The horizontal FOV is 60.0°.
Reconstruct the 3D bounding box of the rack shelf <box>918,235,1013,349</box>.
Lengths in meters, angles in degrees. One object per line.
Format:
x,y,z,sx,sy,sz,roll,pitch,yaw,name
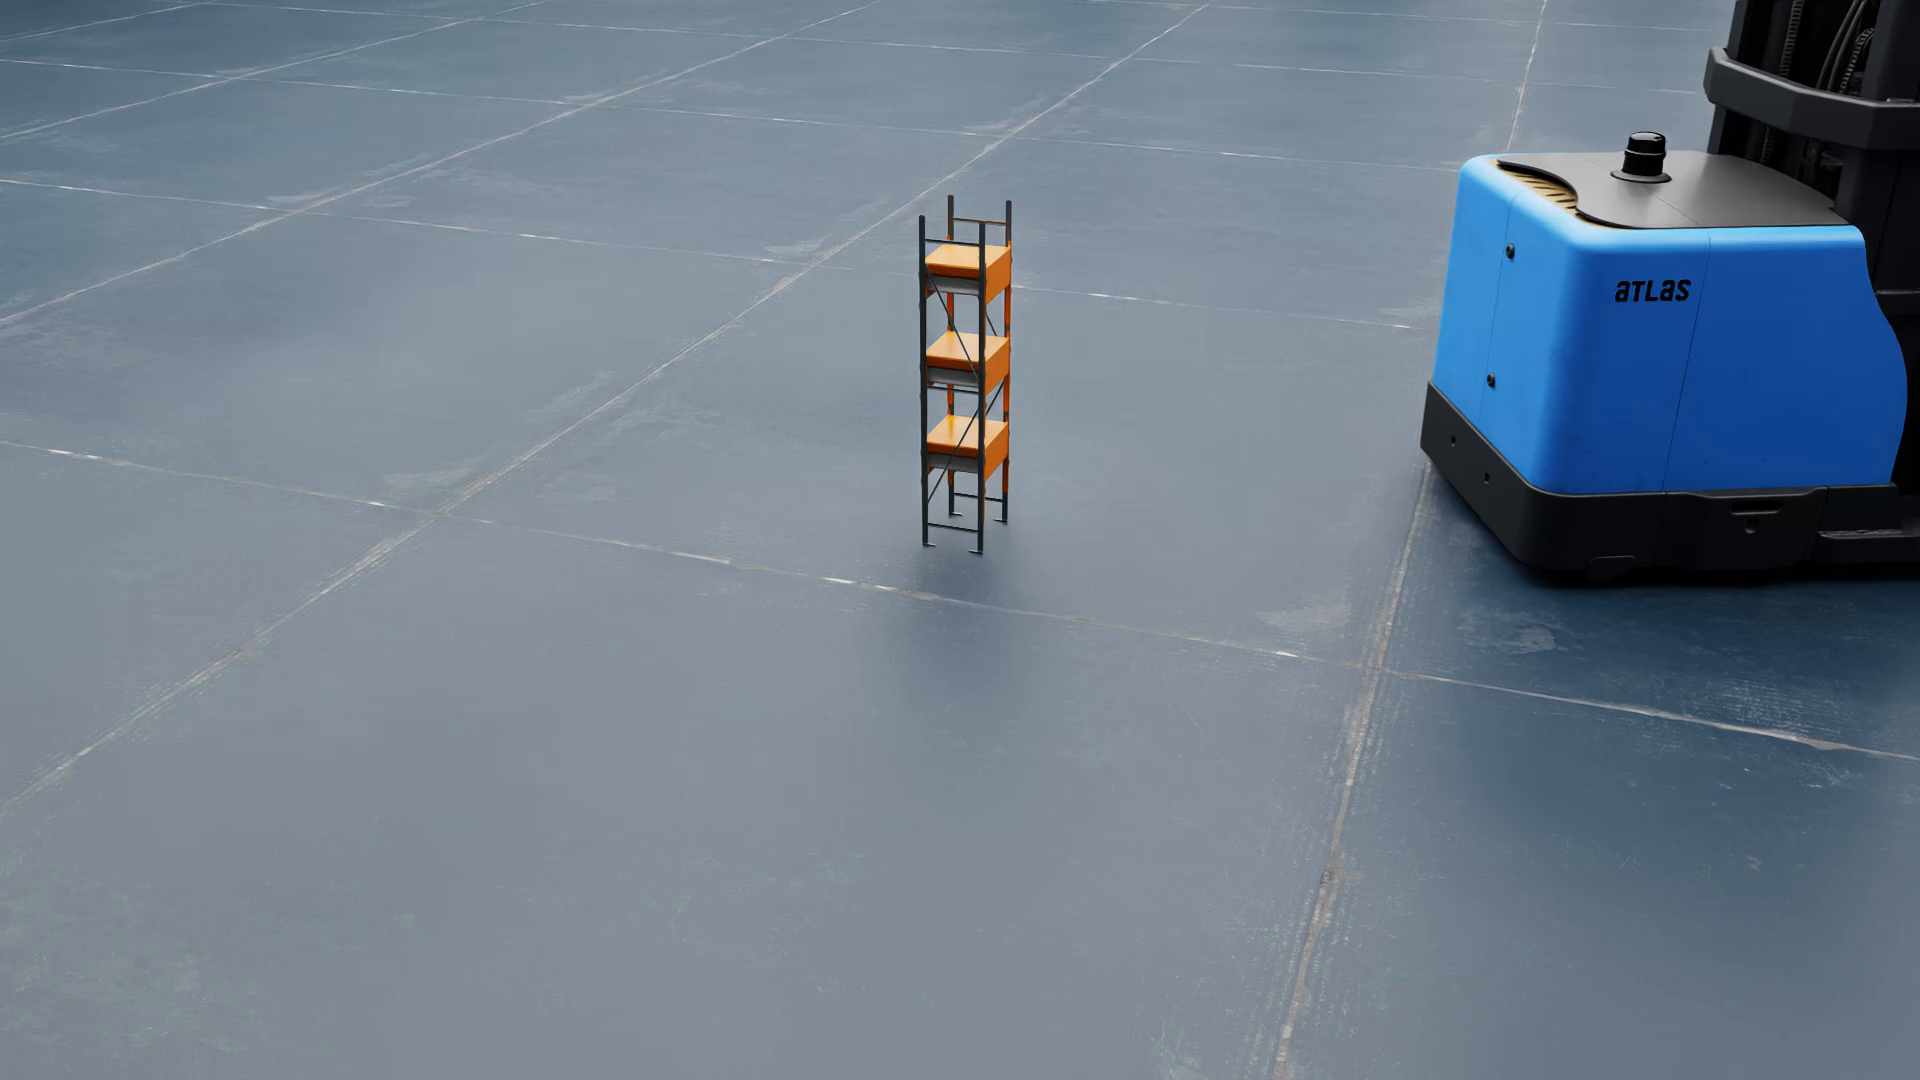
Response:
0.018,-0.740,4.948,0.215,0.259,0.240,9,27,17,rack shelf

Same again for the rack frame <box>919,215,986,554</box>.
-0.023,-0.444,4.963,0.200,1.050,0.008,9,27,17,rack frame

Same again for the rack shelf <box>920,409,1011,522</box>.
0.018,-0.235,5.192,0.215,0.259,0.240,9,27,17,rack shelf

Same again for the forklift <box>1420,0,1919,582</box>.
3.135,-1.441,4.863,3.031,2.935,1.130,-2,26,-4,forklift

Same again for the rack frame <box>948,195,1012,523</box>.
0.058,-0.545,5.170,0.200,1.050,0.008,9,27,17,rack frame

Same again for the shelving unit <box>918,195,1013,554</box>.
0.018,-0.495,5.067,0.215,1.050,0.252,9,27,17,shelving unit

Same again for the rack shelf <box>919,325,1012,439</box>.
0.018,-0.485,5.071,0.215,0.259,0.240,9,27,17,rack shelf
